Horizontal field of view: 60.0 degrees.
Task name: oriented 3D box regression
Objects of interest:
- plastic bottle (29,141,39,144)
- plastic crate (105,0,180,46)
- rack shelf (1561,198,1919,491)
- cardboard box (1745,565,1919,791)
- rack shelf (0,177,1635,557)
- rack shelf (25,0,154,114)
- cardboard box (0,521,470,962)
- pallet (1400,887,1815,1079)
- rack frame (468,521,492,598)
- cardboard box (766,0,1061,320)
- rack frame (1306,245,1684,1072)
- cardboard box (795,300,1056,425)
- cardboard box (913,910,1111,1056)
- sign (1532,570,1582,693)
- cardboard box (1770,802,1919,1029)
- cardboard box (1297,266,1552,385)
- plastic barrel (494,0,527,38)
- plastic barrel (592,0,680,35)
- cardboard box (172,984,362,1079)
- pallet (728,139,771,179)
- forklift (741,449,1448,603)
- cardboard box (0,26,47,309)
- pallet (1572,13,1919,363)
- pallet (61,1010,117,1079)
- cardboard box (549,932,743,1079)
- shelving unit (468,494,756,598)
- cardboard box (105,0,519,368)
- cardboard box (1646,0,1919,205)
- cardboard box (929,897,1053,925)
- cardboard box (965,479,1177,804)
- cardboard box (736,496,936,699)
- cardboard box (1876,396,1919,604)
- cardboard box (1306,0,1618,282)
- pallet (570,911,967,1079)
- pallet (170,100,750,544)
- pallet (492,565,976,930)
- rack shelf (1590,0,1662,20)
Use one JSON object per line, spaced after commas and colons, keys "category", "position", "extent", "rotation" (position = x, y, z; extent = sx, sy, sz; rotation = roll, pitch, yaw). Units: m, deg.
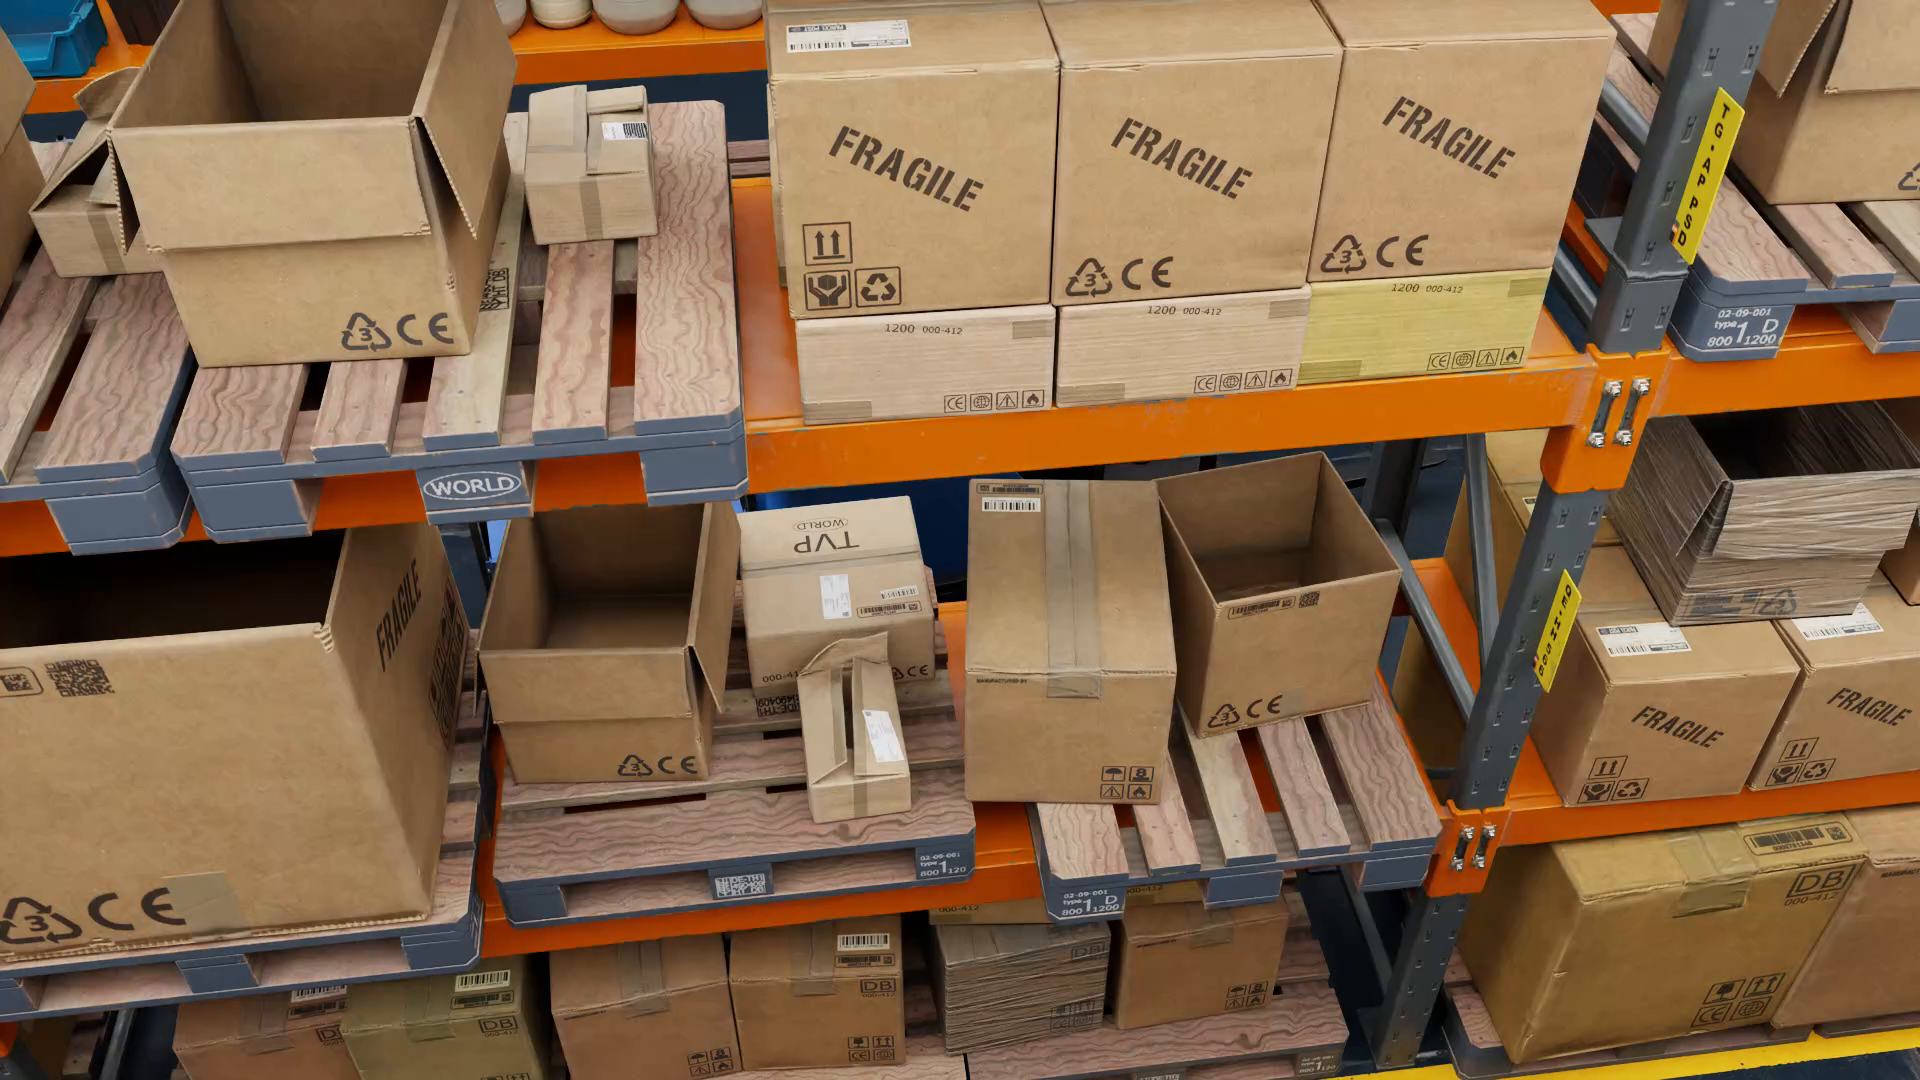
{"category": "plastic bottle", "position": [-4.916, -1.998, 8.875], "extent": [0.185, 0.351, 0.144], "rotation": [-3, 42, -4]}
{"category": "plastic crate", "position": [-3.805, -2.698, 8.048], "extent": [0.504, 0.338, 0.767], "rotation": [-5, 42, -6]}
{"category": "rack shelf", "position": [3.322, -0.760, 4.151], "extent": [4.000, 0.370, 1.077], "rotation": [-5, 42, -6]}
{"category": "cardboard box", "position": [2.368, 0.315, 4.586], "extent": [0.500, 0.500, 0.500], "rotation": [-6, 42, -7]}
{"category": "rack shelf", "position": [-0.644, -0.413, 3.766], "extent": [4.000, 0.370, 1.077], "rotation": [-5, 42, -6]}
{"category": "rack shelf", "position": [-5.252, -2.241, 8.032], "extent": [4.000, 0.370, 1.077], "rotation": [-5, 42, -6]}
{"category": "cardboard box", "position": [-1.821, 0.253, 3.969], "extent": [1.000, 1.000, 1.000], "rotation": [-5, 42, -5]}
{"category": "pallet", "position": [2.131, 1.277, 5.677], "extent": [1.213, 0.211, 1.003], "rotation": [-5, 42, -6]}
{"category": "rack frame", "position": [-1.843, -0.144, 6.290], "extent": [0.032, 1.500, 0.500], "rotation": [-11, 43, -12]}
{"category": "cardboard box", "position": [-0.101, -0.784, 3.193], "extent": [0.500, 0.500, 0.500], "rotation": [-4, 42, -5]}
{"category": "rack frame", "position": [1.339, 0.260, 4.722], "extent": [0.127, 3.000, 1.000], "rotation": [-5, 42, -6]}
{"category": "cardboard box", "position": [-0.089, -0.500, 3.437], "extent": [0.500, 0.250, 0.500], "rotation": [-4, 42, -4]}
{"category": "cardboard box", "position": [0.129, 1.153, 5.270], "extent": [0.500, 0.500, 0.700], "rotation": [-8, 43, -9]}
{"category": "sign", "position": [1.419, 0.219, 3.962], "extent": [0.005, 0.325, 0.100], "rotation": [-5, 42, -6]}
{"category": "cardboard box", "position": [2.911, 0.775, 5.424], "extent": [0.875, 0.875, 1.225], "rotation": [-5, 42, -5]}
{"category": "cardboard box", "position": [0.900, -0.594, 3.541], "extent": [0.500, 0.250, 0.500], "rotation": [-5, 42, -5]}
{"category": "plastic barrel", "position": [-2.292, -2.670, 7.869], "extent": [0.433, 0.535, 0.433], "rotation": [0, 42, 0]}
{"category": "plastic barrel", "position": [-1.565, -2.734, 7.940], "extent": [0.433, 0.535, 0.433], "rotation": [0, 42, 0]}
{"category": "cardboard box", "position": [-2.015, 1.333, 5.070], "extent": [0.500, 0.500, 0.700], "rotation": [-8, 43, -9]}
{"category": "pallet", "position": [-1.283, -1.849, 9.142], "extent": [1.213, 0.211, 1.003], "rotation": [-5, 42, -6]}
{"category": "forklift", "position": [0.602, -1.207, 6.400], "extent": [3.031, 2.935, 1.130], "rotation": [-11, 43, -12]}
{"category": "cardboard box", "position": [-2.148, -0.676, 3.129], "extent": [0.637, 0.503, 0.797], "rotation": [-7, 43, -8]}
{"category": "pallet", "position": [1.971, -0.875, 3.882], "extent": [1.003, 0.211, 1.213], "rotation": [-3, 42, -4]}
{"category": "pallet", "position": [-3.288, 1.725, 5.180], "extent": [1.213, 0.211, 1.003], "rotation": [-5, 42, -6]}
{"category": "cardboard box", "position": [-0.985, 1.255, 5.156], "extent": [0.500, 0.500, 0.700], "rotation": [-8, 43, -9]}
{"category": "shelving unit", "position": [-1.355, -0.240, 6.396], "extent": [1.048, 1.500, 0.538], "rotation": [-11, 43, -12]}
{"category": "cardboard box", "position": [-1.214, -0.758, 3.221], "extent": [0.637, 0.503, 0.797], "rotation": [-3, 42, -4]}
{"category": "cardboard box", "position": [1.935, -1.149, 3.654], "extent": [0.637, 0.503, 0.797], "rotation": [-3, 42, -3]}
{"category": "cardboard box", "position": [0.154, 0.877, 5.016], "extent": [0.500, 0.250, 0.500], "rotation": [-1, 42, -1]}
{"category": "cardboard box", "position": [0.268, 0.255, 4.339], "extent": [0.500, 0.500, 0.700], "rotation": [1, 42, 1]}
{"category": "cardboard box", "position": [-0.352, 0.153, 4.640], "extent": [0.500, 0.250, 0.500], "rotation": [-6, 42, -7]}
{"category": "cardboard box", "position": [2.713, -0.257, 4.472], "extent": [0.637, 0.503, 0.797], "rotation": [-4, 42, -5]}
{"category": "cardboard box", "position": [0.898, -0.869, 3.286], "extent": [0.500, 0.500, 0.500], "rotation": [-4, 42, -4]}
{"category": "pallet", "position": [-0.643, 1.466, 5.467], "extent": [1.213, 0.211, 1.003], "rotation": [-5, 42, -6]}
{"category": "pallet", "position": [-0.973, -0.512, 3.478], "extent": [1.003, 0.211, 1.213], "rotation": [-5, 42, -6]}
{"category": "pallet", "position": [-0.618, 0.530, 4.566], "extent": [1.213, 0.211, 1.003], "rotation": [-5, 42, -6]}
{"category": "rack shelf", "position": [2.680, -2.936, 8.802], "extent": [4.000, 0.370, 1.077], "rotation": [-5, 42, -6]}
